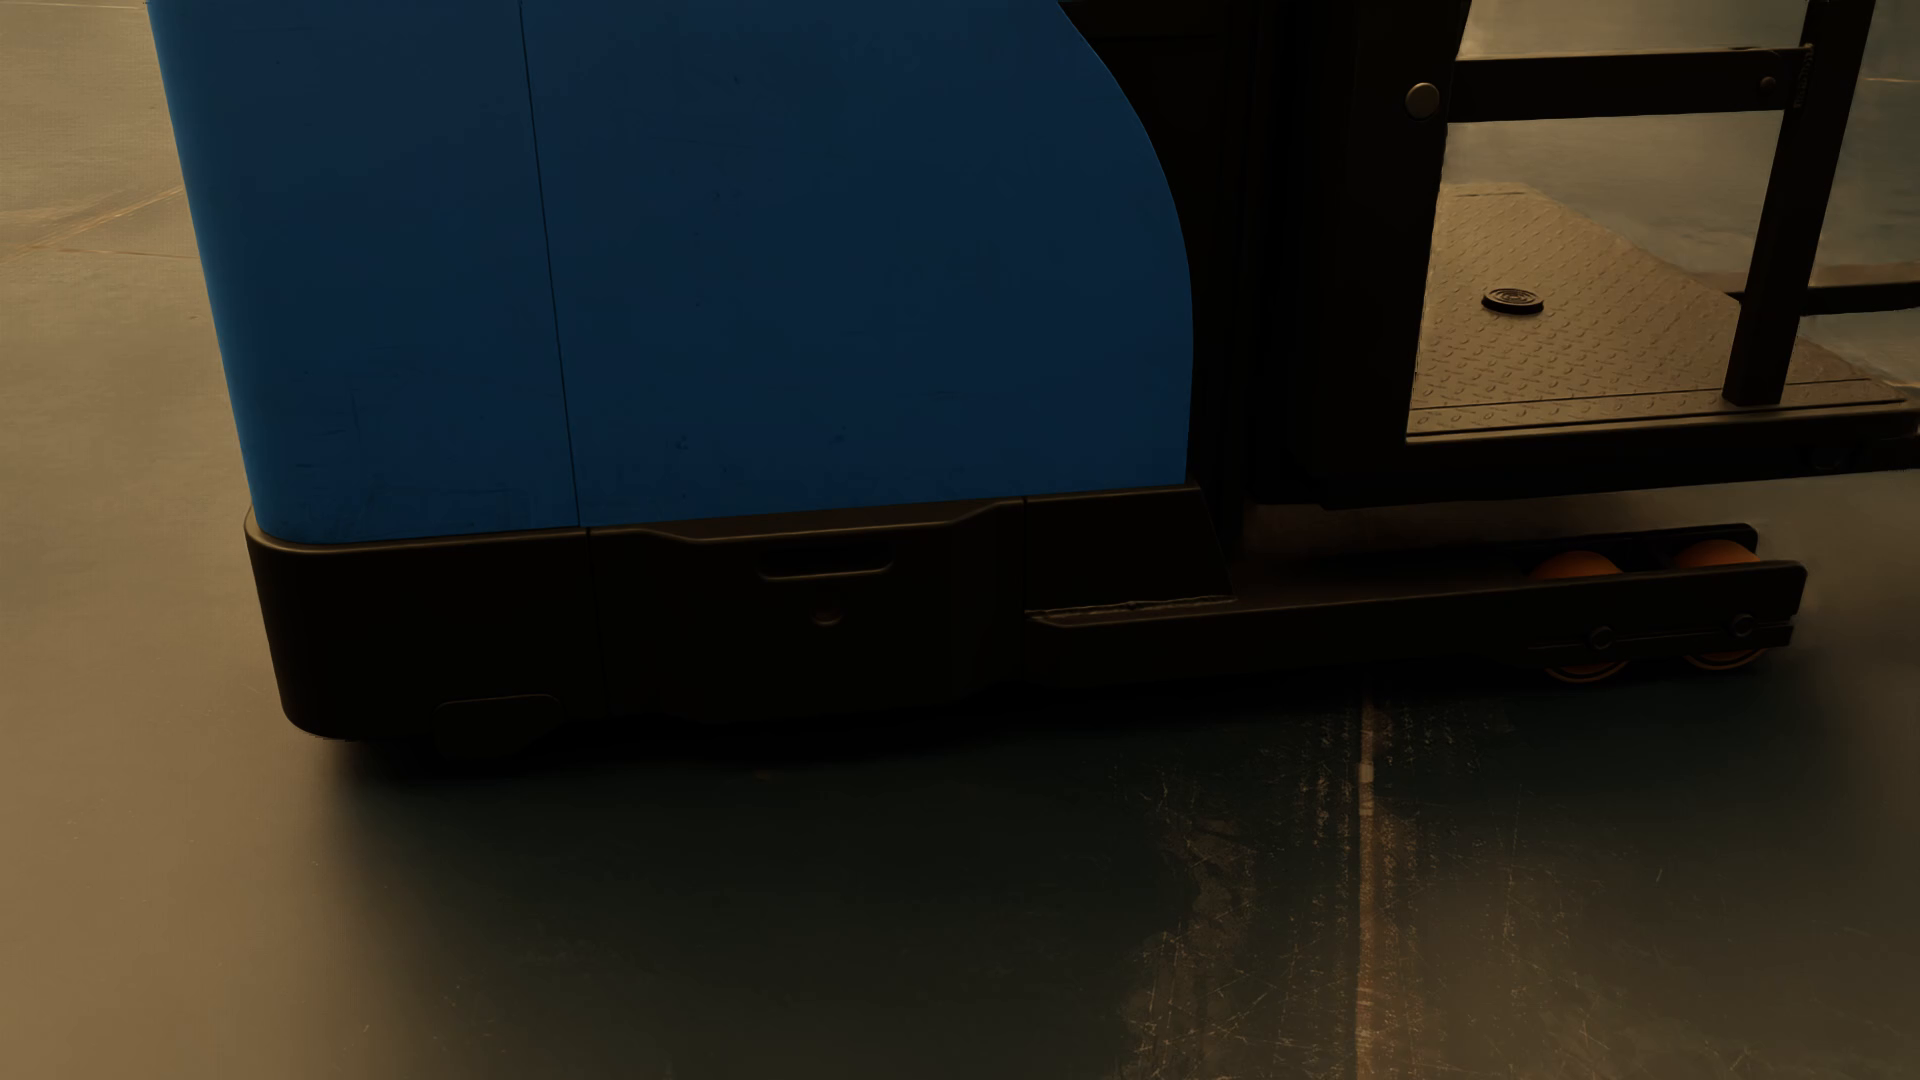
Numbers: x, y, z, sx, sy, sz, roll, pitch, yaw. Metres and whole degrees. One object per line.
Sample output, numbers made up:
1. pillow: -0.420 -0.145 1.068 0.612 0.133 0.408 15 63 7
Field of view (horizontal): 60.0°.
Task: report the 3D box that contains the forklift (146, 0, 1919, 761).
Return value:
1. forklift: 0.625 -1.356 1.933 3.031 2.935 1.130 -4 27 -9
